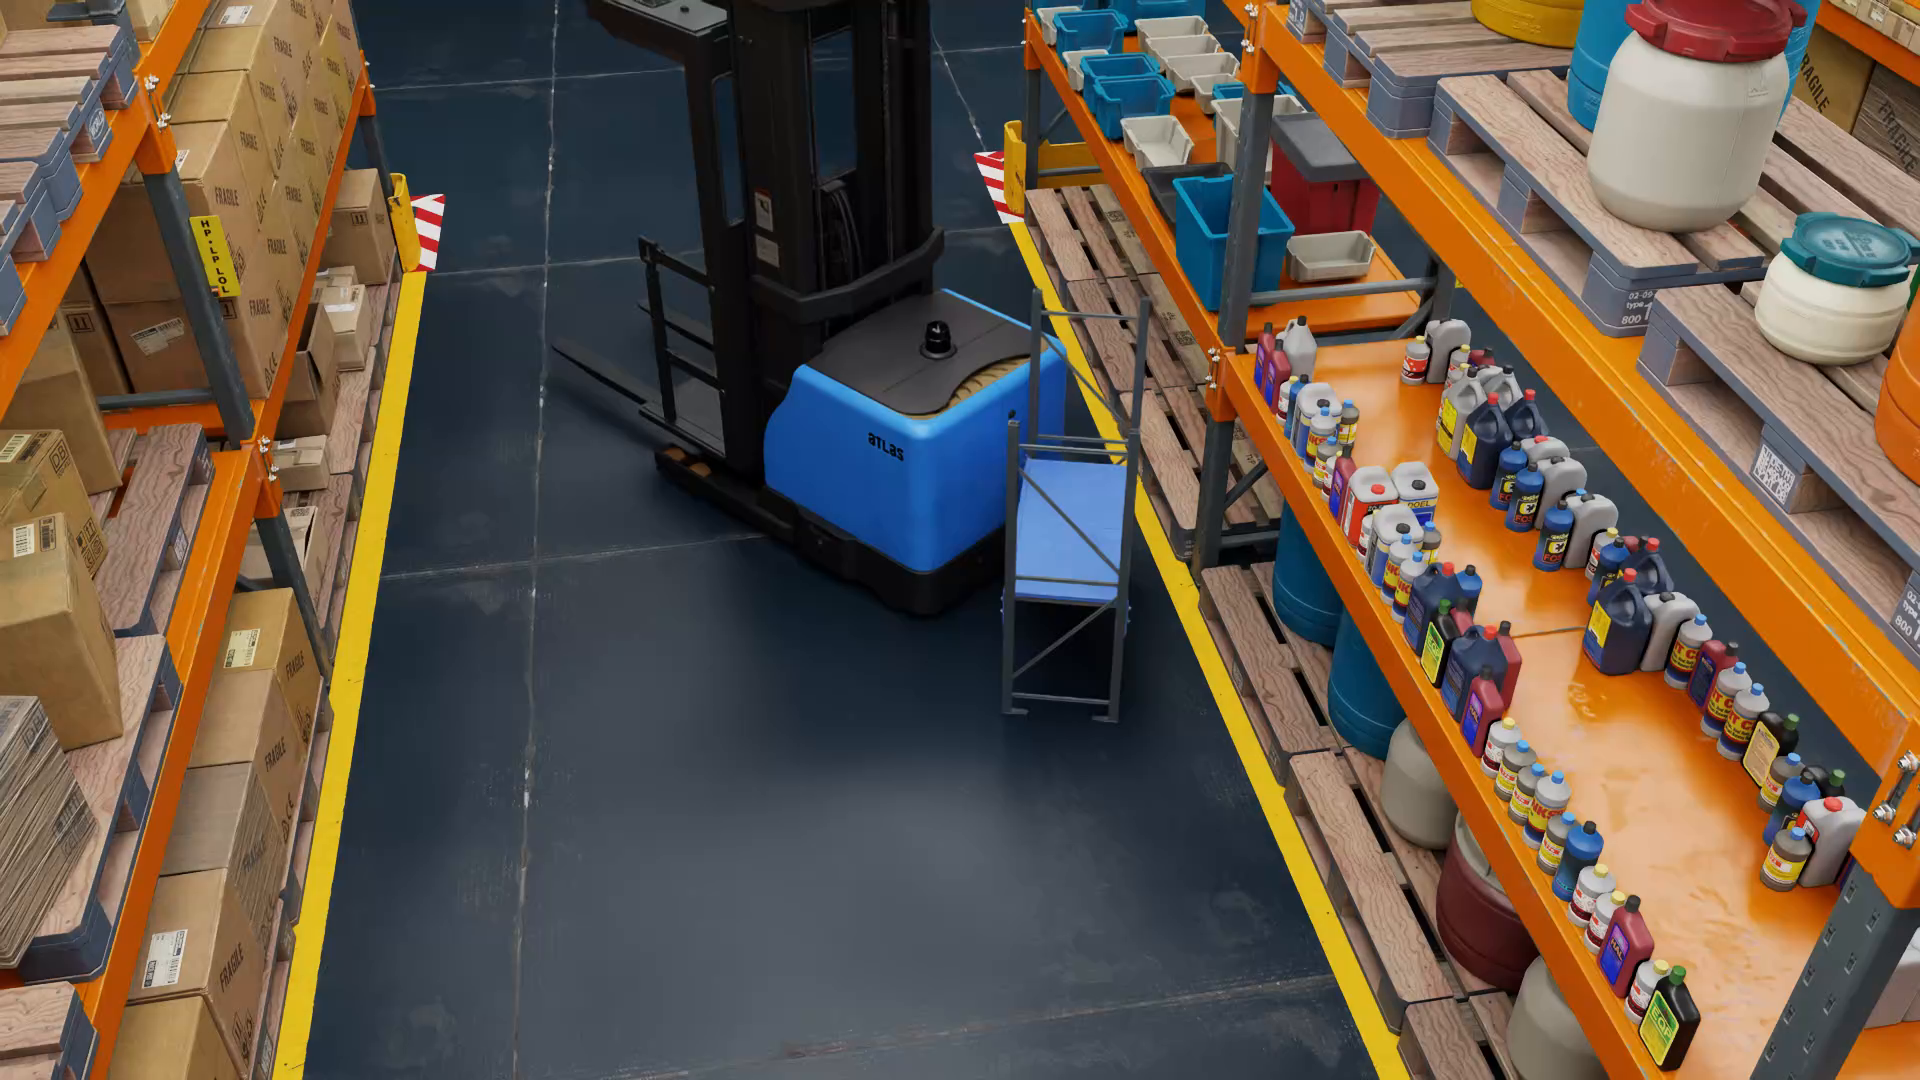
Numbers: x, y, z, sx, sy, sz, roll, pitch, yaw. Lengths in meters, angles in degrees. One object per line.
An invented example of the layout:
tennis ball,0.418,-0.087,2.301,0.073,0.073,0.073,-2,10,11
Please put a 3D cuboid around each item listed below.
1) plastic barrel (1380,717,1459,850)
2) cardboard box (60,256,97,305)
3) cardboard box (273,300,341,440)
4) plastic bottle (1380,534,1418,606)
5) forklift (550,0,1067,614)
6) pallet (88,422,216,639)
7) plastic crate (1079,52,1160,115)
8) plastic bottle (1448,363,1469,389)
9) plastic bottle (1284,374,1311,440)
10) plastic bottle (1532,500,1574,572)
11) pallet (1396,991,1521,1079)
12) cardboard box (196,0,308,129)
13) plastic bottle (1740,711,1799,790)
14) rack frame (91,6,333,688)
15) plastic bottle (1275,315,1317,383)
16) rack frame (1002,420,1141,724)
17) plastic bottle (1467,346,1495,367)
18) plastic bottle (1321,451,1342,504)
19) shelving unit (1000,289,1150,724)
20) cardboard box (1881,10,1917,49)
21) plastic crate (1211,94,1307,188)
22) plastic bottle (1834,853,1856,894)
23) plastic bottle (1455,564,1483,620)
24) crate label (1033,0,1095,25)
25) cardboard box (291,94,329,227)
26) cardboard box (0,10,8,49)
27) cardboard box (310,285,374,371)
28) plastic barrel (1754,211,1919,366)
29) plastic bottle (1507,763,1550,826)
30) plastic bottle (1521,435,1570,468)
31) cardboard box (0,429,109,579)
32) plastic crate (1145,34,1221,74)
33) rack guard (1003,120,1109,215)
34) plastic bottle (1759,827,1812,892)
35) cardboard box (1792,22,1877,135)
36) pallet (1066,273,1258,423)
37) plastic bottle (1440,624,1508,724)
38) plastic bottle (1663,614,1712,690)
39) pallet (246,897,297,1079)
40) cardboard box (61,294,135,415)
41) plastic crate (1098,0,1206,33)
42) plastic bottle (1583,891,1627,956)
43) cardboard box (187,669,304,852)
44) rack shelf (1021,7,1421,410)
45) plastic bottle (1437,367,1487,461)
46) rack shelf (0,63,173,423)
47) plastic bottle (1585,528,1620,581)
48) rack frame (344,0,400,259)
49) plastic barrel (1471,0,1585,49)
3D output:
plastic barrel,1.818,0.877,6.262,0.421,0.512,0.421,0,38,0
cardboard box,-3.617,-1.230,6.392,0.500,0.500,0.500,-6,38,-8
cardboard box,-3.608,-0.840,8.463,0.797,0.503,0.637,-6,38,-8
plastic bottle,1.506,0.095,5.687,0.097,0.271,0.097,0,38,0
forklift,-0.923,-1.596,7.816,3.031,2.935,1.130,29,46,32
pallet,-3.241,0.052,5.794,1.003,0.211,1.213,-6,38,-8
plastic crate,0.853,-2.442,8.936,0.416,0.233,0.300,-6,38,-8
plastic bottle,2.002,-0.613,6.656,0.097,0.201,0.097,0,38,0
plastic bottle,1.327,-0.523,6.484,0.097,0.271,0.097,0,38,0
plastic bottle,2.088,-0.023,5.840,0.097,0.271,0.097,0,38,0
pallet,2.126,1.997,5.408,1.003,0.211,1.213,-6,38,-8
cardboard box,-3.351,-2.201,7.642,0.500,0.500,0.500,-5,38,-7
plastic bottle,2.447,0.613,5.011,0.061,0.283,0.133,-6,38,-8
rack frame,-3.273,-0.518,6.372,1.000,3.000,0.127,-6,38,-8
plastic bottle,1.354,-0.757,6.720,0.144,0.351,0.185,-6,38,-8
rack frame,0.430,0.168,6.711,0.500,1.500,0.032,4,38,6
plastic bottle,2.077,-0.664,6.655,0.061,0.283,0.133,-6,38,-8
plastic bottle,1.402,-0.238,6.173,0.097,0.201,0.097,0,38,0
shelving unit,0.493,-0.141,7.109,0.538,1.500,1.048,4,38,6
cardboard box,5.698,-3.028,9.807,0.380,0.149,0.250,-7,38,-9
plastic crate,1.518,-1.968,8.285,0.437,0.282,0.530,-6,38,-8
plastic bottle,2.535,0.914,4.624,0.061,0.283,0.133,-6,38,-8
plastic bottle,1.682,0.197,5.556,0.097,0.271,0.097,0,38,0
crate label,0.622,-3.238,9.960,0.416,0.233,0.303,-6,38,-8
cardboard box,-3.363,-1.813,7.957,0.500,0.500,0.500,-7,38,-9
cardboard box,-3.258,-1.635,4.860,0.600,0.600,0.600,-10,39,-12
cardboard box,-3.500,-1.143,9.059,0.500,0.250,0.500,-6,38,-8
plastic barrel,1.973,-0.560,3.752,0.301,0.262,0.301,0,38,0
plastic bottle,1.686,0.742,4.911,0.097,0.201,0.097,0,38,0
plastic bottle,2.144,-0.271,6.155,0.152,0.276,0.135,-6,38,-8
cardboard box,-3.228,-0.005,5.287,0.700,0.500,0.500,-1,38,-1
plastic crate,1.260,-2.735,9.391,0.396,0.136,0.243,-6,38,-8
rack guard,0.886,-2.491,10.948,1.175,0.500,0.348,-6,38,-8
plastic bottle,2.347,0.895,4.715,0.097,0.201,0.097,0,38,0
cardboard box,5.970,-2.946,10.887,0.875,0.875,0.875,-6,38,-8
pallet,1.220,-1.126,9.427,1.003,0.211,1.213,-6,38,-8
plastic bottle,1.627,0.397,5.234,0.144,0.351,0.185,-6,38,-8
plastic bottle,2.352,0.351,5.357,0.097,0.271,0.097,0,38,0
pallet,-2.876,1.809,5.650,1.003,0.211,1.213,-6,38,-8
cardboard box,-3.614,-0.832,6.694,0.500,0.500,0.500,-6,38,-7
plastic crate,1.145,-3.320,9.901,0.616,0.435,0.499,-6,38,-8
plastic bottle,1.772,1.036,4.533,0.097,0.201,0.097,0,38,0
cardboard box,-2.826,0.862,6.274,0.500,0.500,0.500,-6,38,-8
rack shelf,1.253,-1.973,8.830,1.077,0.370,4.000,-6,38,-8
plastic bottle,1.945,-0.494,6.381,0.144,0.351,0.185,-6,38,-8
rack shelf,-2.923,-0.211,4.117,1.077,0.370,4.000,-6,38,-8
plastic bottle,2.255,0.047,5.807,0.097,0.201,0.097,0,38,0
rack frame,-3.975,-2.934,9.482,1.000,3.000,0.127,-6,38,-8
plastic barrel,1.964,-1.944,5.266,0.600,0.588,0.600,0,38,0
